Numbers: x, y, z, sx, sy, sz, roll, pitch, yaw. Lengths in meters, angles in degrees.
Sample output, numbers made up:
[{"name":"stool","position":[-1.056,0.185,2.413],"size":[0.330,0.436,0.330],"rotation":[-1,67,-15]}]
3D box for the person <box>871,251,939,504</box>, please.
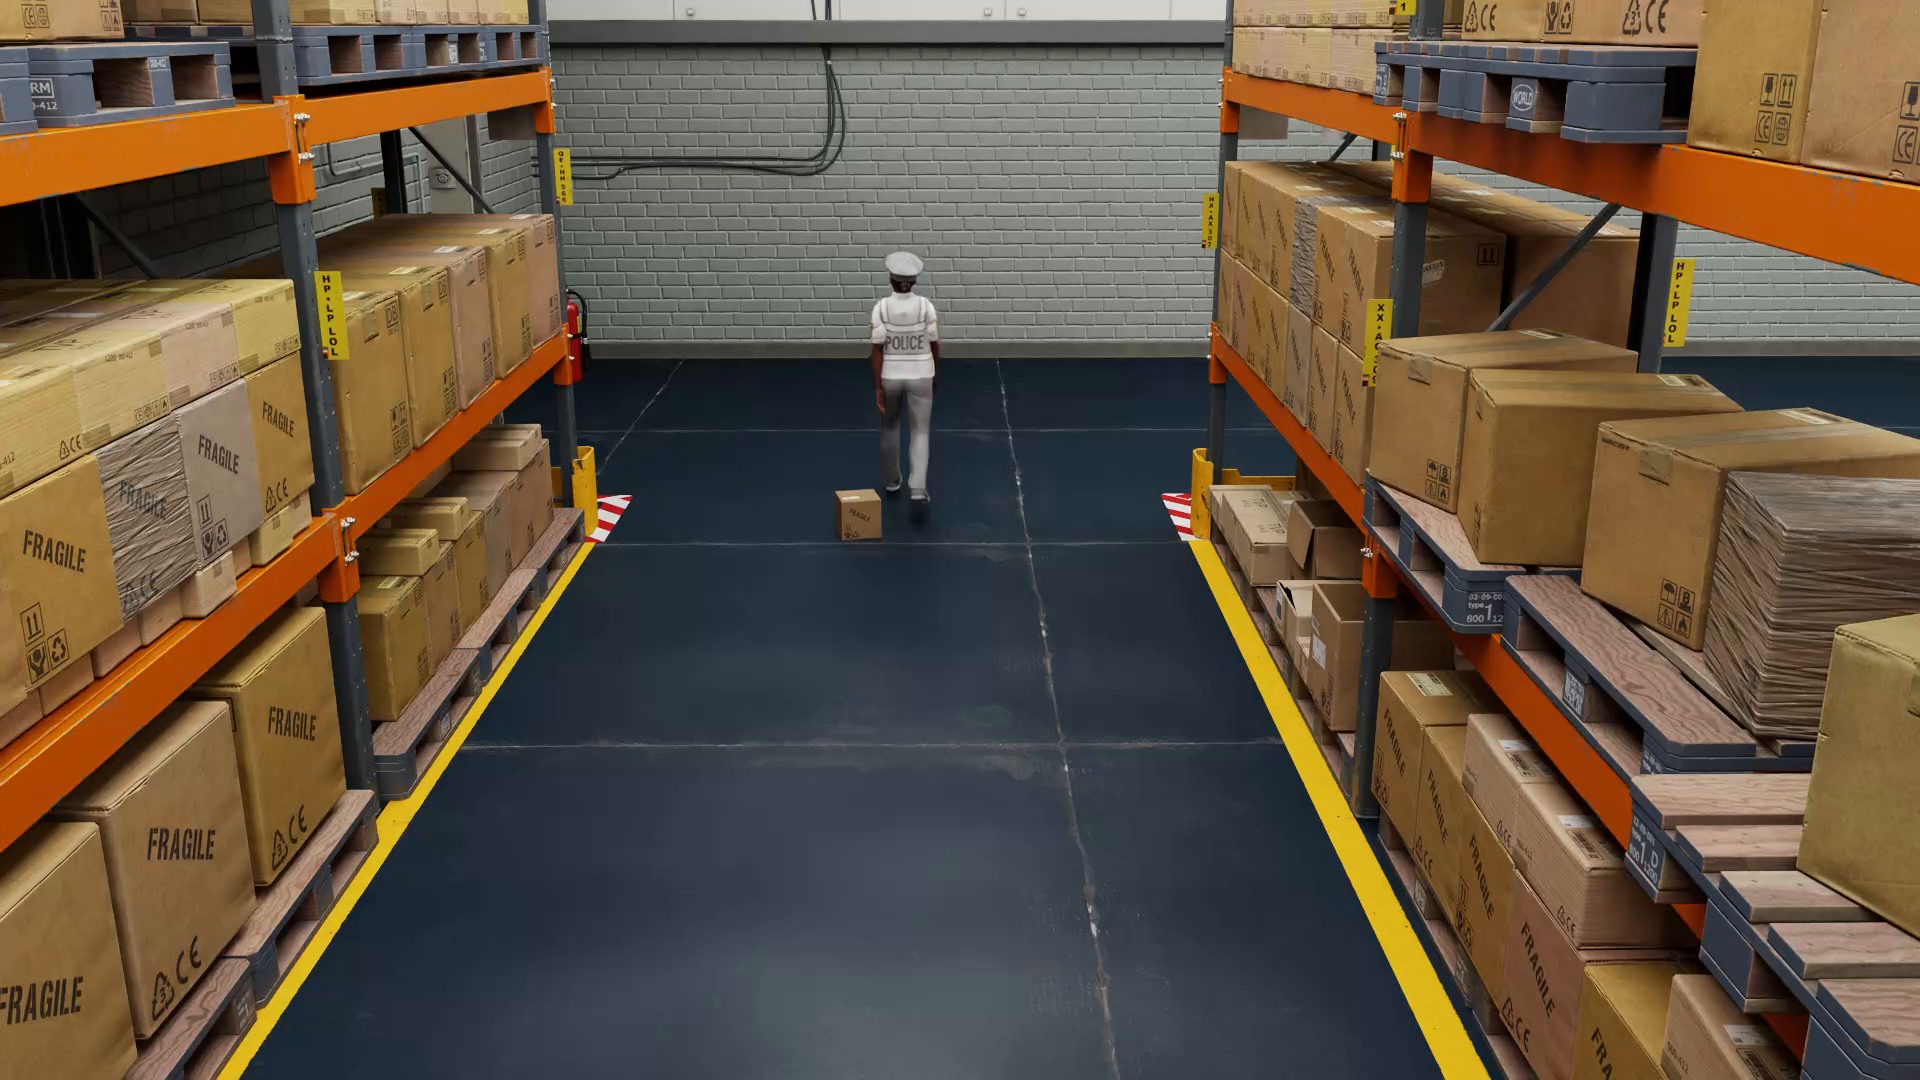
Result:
[{"name":"person","position":[-0.356,-1.062,10.894],"size":[0.444,1.647,0.951],"rotation":[0,17,-1]}]
